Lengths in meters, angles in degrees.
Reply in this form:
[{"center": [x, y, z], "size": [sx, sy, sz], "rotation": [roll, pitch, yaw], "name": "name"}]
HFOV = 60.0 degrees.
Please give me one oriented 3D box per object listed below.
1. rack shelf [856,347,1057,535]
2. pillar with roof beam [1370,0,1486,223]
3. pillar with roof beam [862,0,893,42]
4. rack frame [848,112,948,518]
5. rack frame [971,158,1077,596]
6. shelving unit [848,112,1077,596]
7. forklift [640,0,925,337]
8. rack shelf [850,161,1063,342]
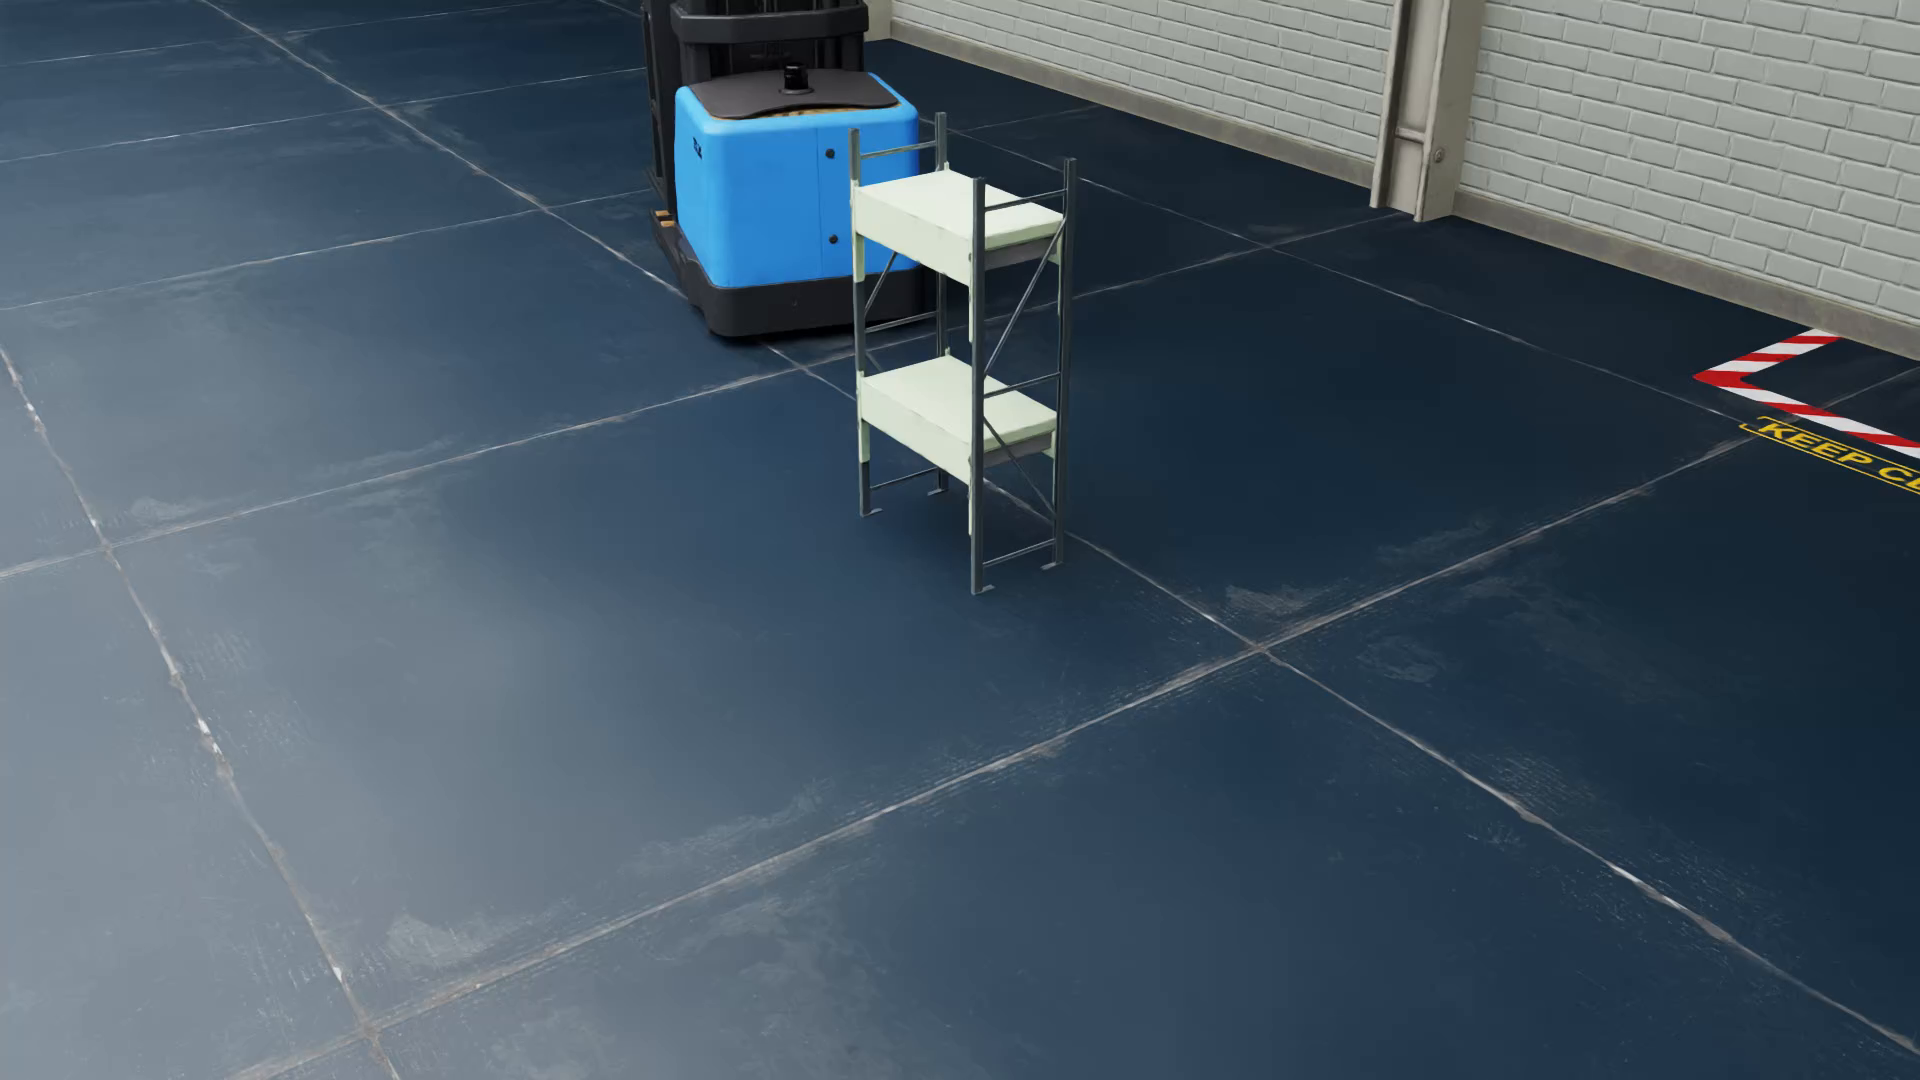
[{"center": [-0.004, -0.375, 6.052], "size": [0.431, 0.370, 0.720], "rotation": [-19, 34, -31], "name": "rack shelf"}, {"center": [-0.828, -4.720, 5.513], "size": [9.100, 9.000, 0.400], "rotation": [-19, 34, -31], "name": "pillar with roof beam"}, {"center": [-4.309, -7.053, 9.808], "size": [9.100, 9.000, 0.400], "rotation": [-19, 34, -31], "name": "pillar with roof beam"}, {"center": [-0.216, -0.804, 6.159], "size": [0.400, 1.500, 0.023], "rotation": [-19, 34, -31], "name": "rack frame"}, {"center": [0.208, -0.519, 5.635], "size": [0.400, 1.500, 0.023], "rotation": [-19, 34, -31], "name": "rack frame"}, {"center": [-0.004, -0.662, 5.897], "size": [0.431, 1.500, 0.755], "rotation": [-19, 34, -31], "name": "shelving unit"}, {"center": [-1.110, -2.938, 8.588], "size": [1.130, 2.935, 3.031], "rotation": [-9, 30, -16], "name": "forklift"}, {"center": [-0.004, -1.005, 5.711], "size": [0.431, 0.370, 0.720], "rotation": [-19, 34, -31], "name": "rack shelf"}]
